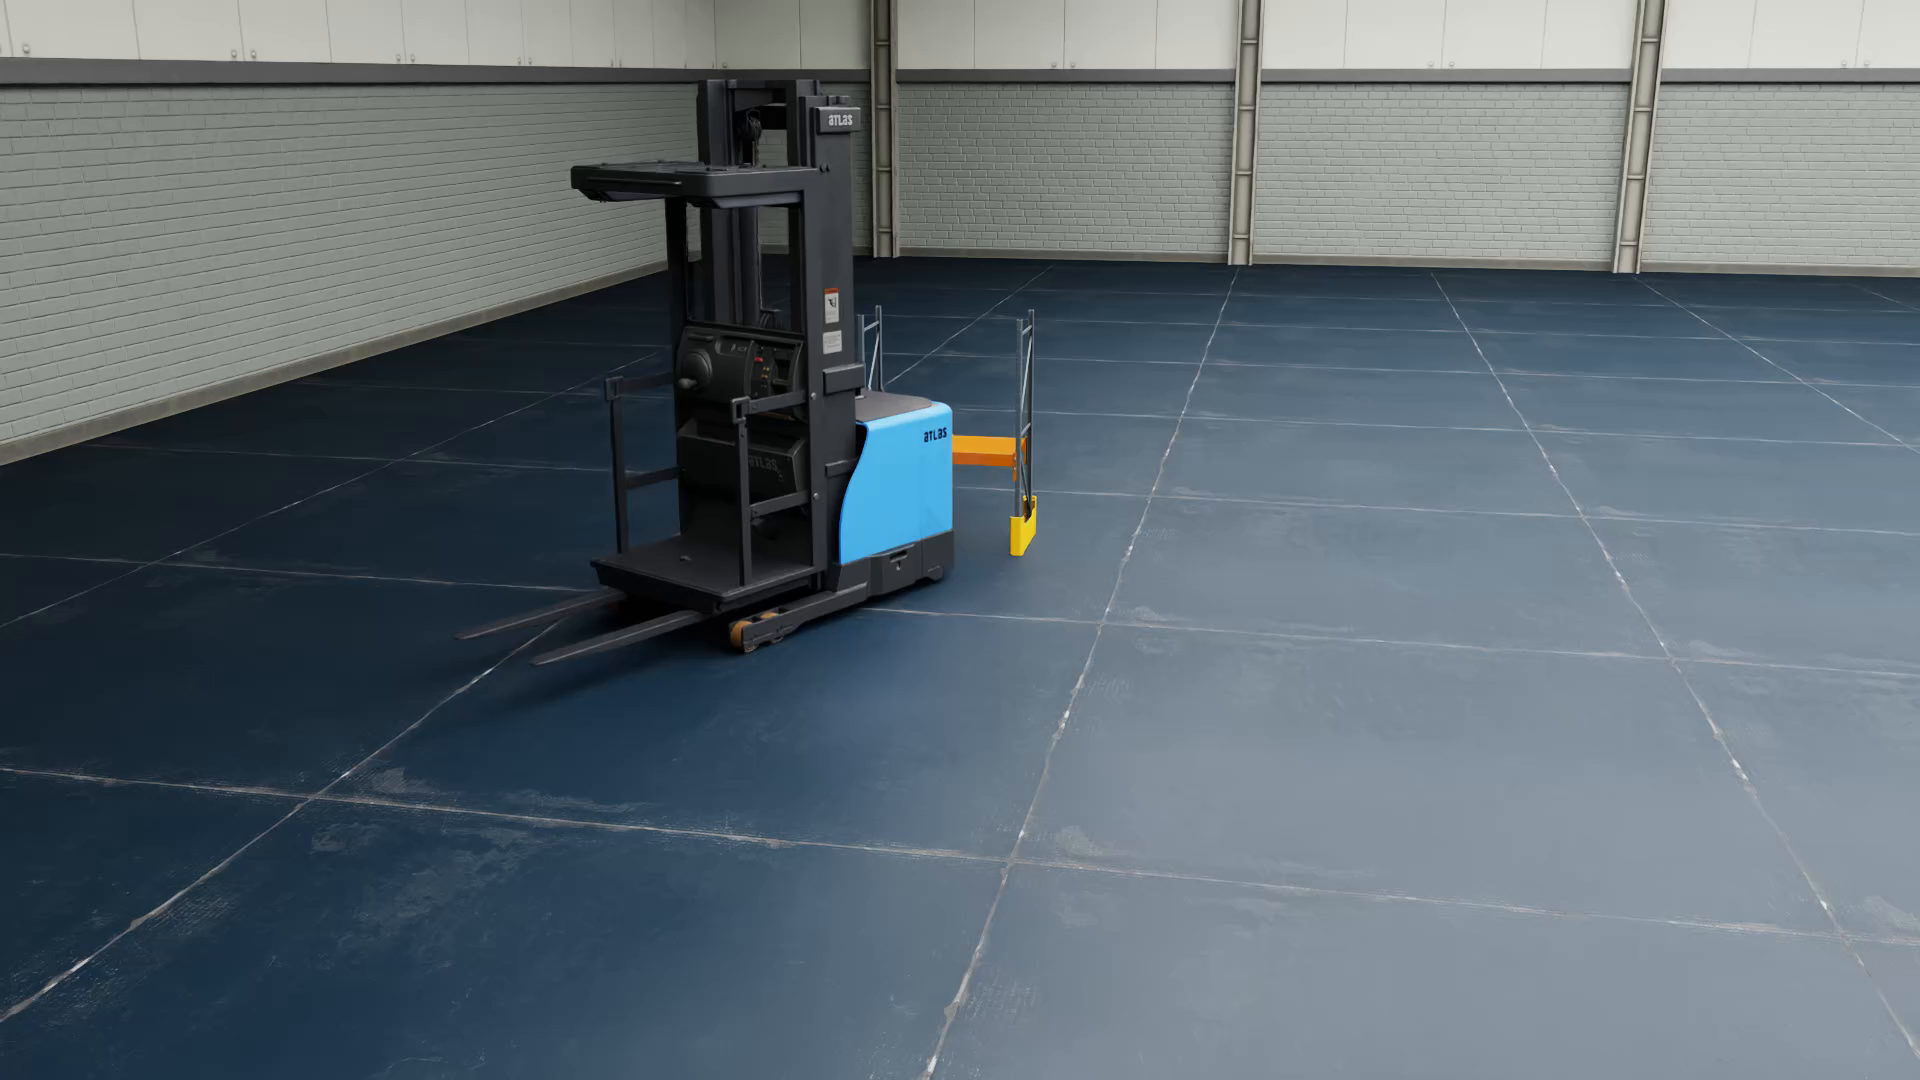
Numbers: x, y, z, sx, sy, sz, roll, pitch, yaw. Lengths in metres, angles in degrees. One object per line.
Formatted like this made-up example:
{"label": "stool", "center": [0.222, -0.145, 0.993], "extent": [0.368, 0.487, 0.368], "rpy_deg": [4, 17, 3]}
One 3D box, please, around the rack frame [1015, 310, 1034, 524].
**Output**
{"label": "rack frame", "center": [0.415, -0.700, 10.711], "extent": [0.032, 1.500, 0.500], "rpy_deg": [3, 16, 11]}

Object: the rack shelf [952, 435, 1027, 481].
{"label": "rack shelf", "center": [-0.084, -0.554, 10.856], "extent": [1.000, 0.185, 0.538], "rpy_deg": [3, 16, 11]}

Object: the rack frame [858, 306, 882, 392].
{"label": "rack frame", "center": [-0.582, -0.754, 10.906], "extent": [0.032, 1.500, 0.500], "rpy_deg": [3, 16, 11]}

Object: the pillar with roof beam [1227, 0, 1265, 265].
{"label": "pillar with roof beam", "center": [3.761, -7.762, 22.156], "extent": [0.400, 9.000, 9.100], "rpy_deg": [3, 16, 11]}

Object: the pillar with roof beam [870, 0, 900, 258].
{"label": "pillar with roof beam", "center": [-2.118, -8.081, 23.308], "extent": [0.400, 9.000, 9.100], "rpy_deg": [3, 16, 11]}

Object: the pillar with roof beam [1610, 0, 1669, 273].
{"label": "pillar with roof beam", "center": [9.641, -7.443, 21.004], "extent": [0.400, 9.000, 9.100], "rpy_deg": [3, 16, 11]}

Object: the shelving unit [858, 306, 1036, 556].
{"label": "shelving unit", "center": [-0.075, -0.727, 10.806], "extent": [1.083, 1.500, 0.587], "rpy_deg": [3, 16, 11]}

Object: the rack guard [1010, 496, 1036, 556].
{"label": "rack guard", "center": [0.413, -0.098, 10.878], "extent": [0.087, 0.250, 0.587], "rpy_deg": [3, 16, 11]}

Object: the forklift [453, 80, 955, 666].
{"label": "forklift", "center": [-1.349, -0.966, 8.991], "extent": [1.130, 2.935, 3.031], "rpy_deg": [12, 20, 37]}
